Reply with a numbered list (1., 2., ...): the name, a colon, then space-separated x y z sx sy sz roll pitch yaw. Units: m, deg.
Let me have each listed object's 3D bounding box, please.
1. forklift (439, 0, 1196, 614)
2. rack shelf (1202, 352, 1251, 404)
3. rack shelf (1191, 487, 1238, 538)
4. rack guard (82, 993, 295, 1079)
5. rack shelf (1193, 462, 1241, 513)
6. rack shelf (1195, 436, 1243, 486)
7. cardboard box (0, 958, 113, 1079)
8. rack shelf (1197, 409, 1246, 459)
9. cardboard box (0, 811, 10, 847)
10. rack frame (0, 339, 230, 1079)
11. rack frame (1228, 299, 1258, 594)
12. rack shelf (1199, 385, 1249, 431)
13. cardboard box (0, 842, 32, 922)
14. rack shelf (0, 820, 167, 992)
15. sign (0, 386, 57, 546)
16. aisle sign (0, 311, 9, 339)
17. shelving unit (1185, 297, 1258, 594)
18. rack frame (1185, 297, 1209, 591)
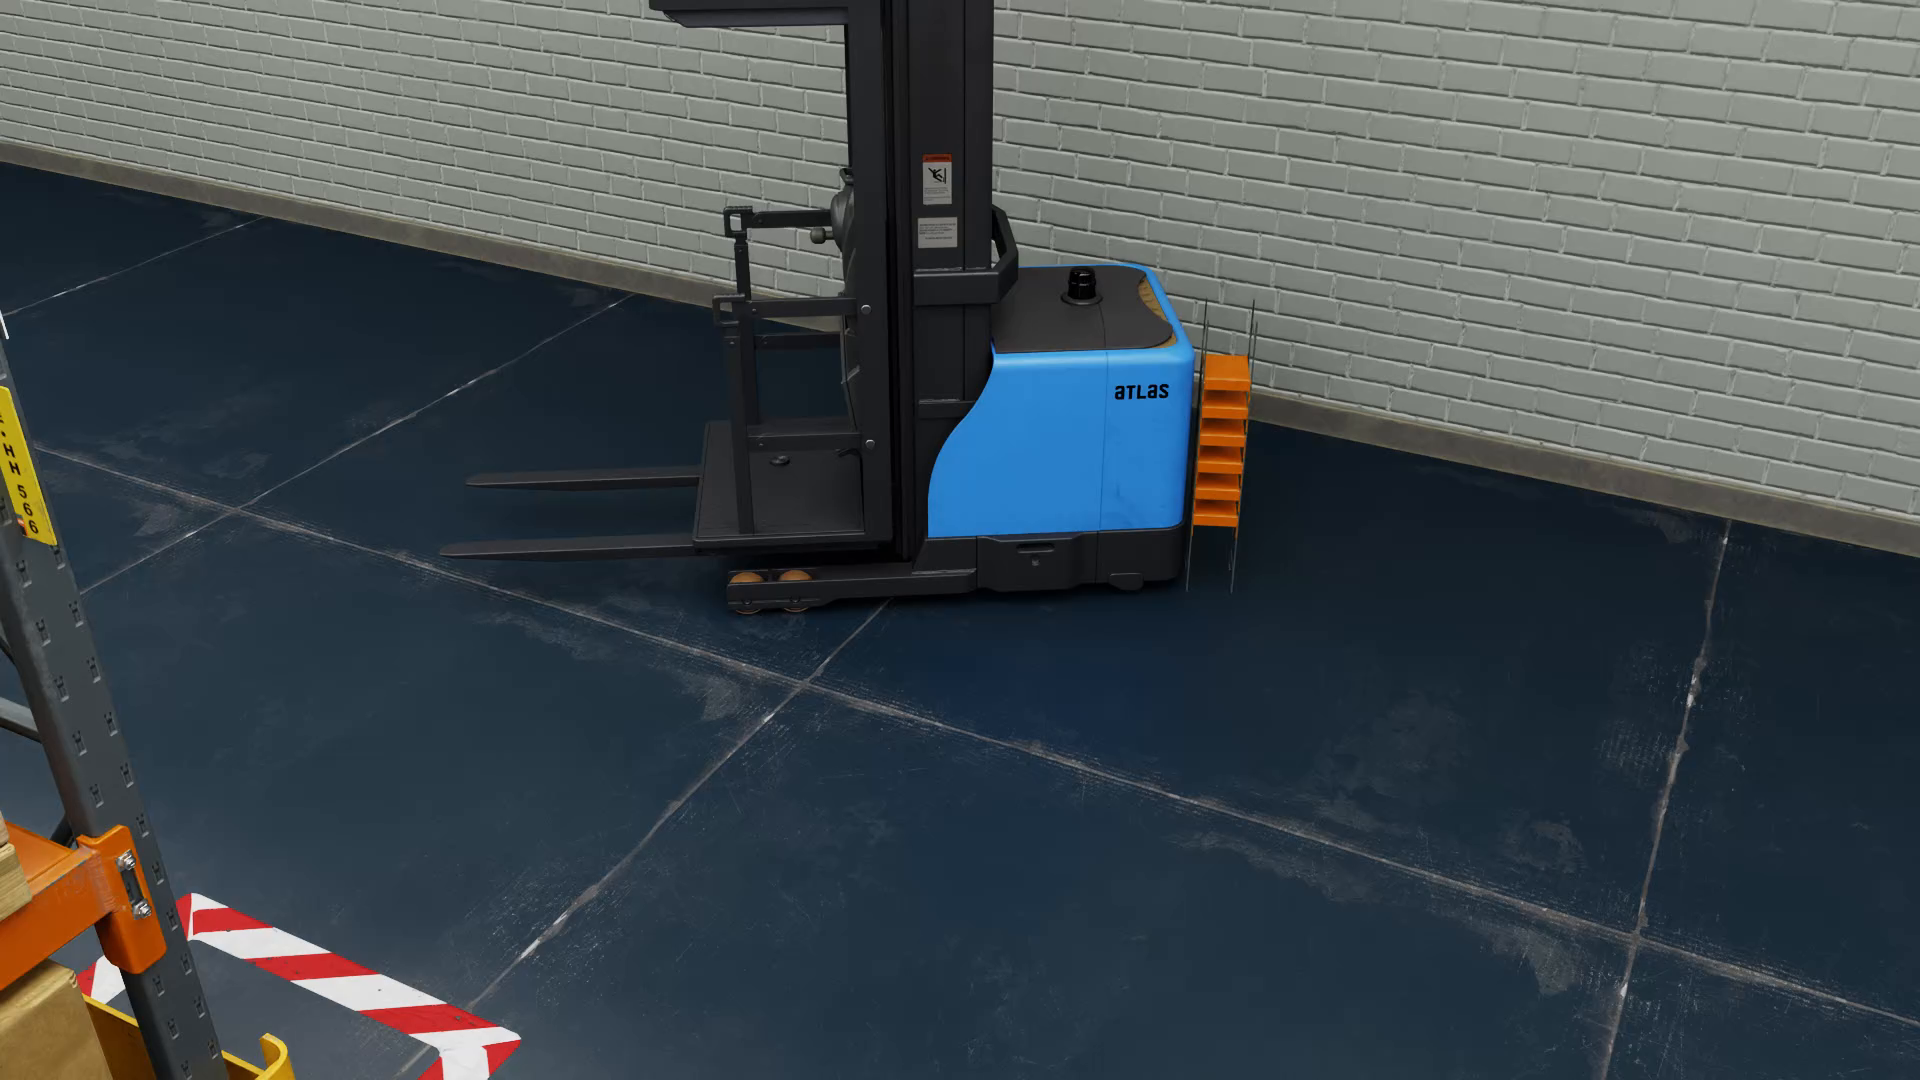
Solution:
1. forklift: -0.620 -1.246 6.476 3.031 2.935 1.130 -2 30 -4
2. rack shelf: 1.041 -0.637 6.520 0.180 0.103 0.258 3 30 5
3. rack shelf: 1.041 -0.116 6.819 0.180 0.103 0.258 3 30 5
4. rack guard: -2.218 1.408 4.296 1.175 0.500 0.348 14 33 23
5. rack shelf: 1.041 -0.220 6.759 0.180 0.103 0.258 3 30 5
6. rack shelf: 1.041 -0.324 6.699 0.180 0.103 0.258 3 30 5
7. cardboard box: -2.450 1.376 3.554 0.875 0.875 0.875 14 33 23
8. rack shelf: 1.041 -0.428 6.640 0.180 0.103 0.258 3 30 5
9. cardboard box: -2.214 0.546 3.140 0.500 0.250 0.500 14 33 23
10. rack frame: -2.229 0.335 3.655 1.000 3.000 0.127 14 33 23
11. rack frame: 1.132 -0.358 6.669 0.006 1.200 0.240 3 30 5
12. rack shelf: 1.041 -0.533 6.580 0.180 0.103 0.258 3 30 5
13. cardboard box: -2.098 0.676 3.313 0.380 0.149 0.250 15 33 24
14. rack shelf: -3.140 1.533 2.291 1.077 0.370 4.000 14 33 23
15. sign: -1.753 -0.141 3.083 0.100 0.325 0.005 14 33 23
16. aisle sign: -1.929 -0.757 2.945 0.394 0.787 0.004 14 33 23
17. shelving unit: 1.041 -0.363 6.677 0.189 1.200 0.258 3 30 5
18. rack frame: 0.950 -0.367 6.685 0.006 1.200 0.240 3 30 5
